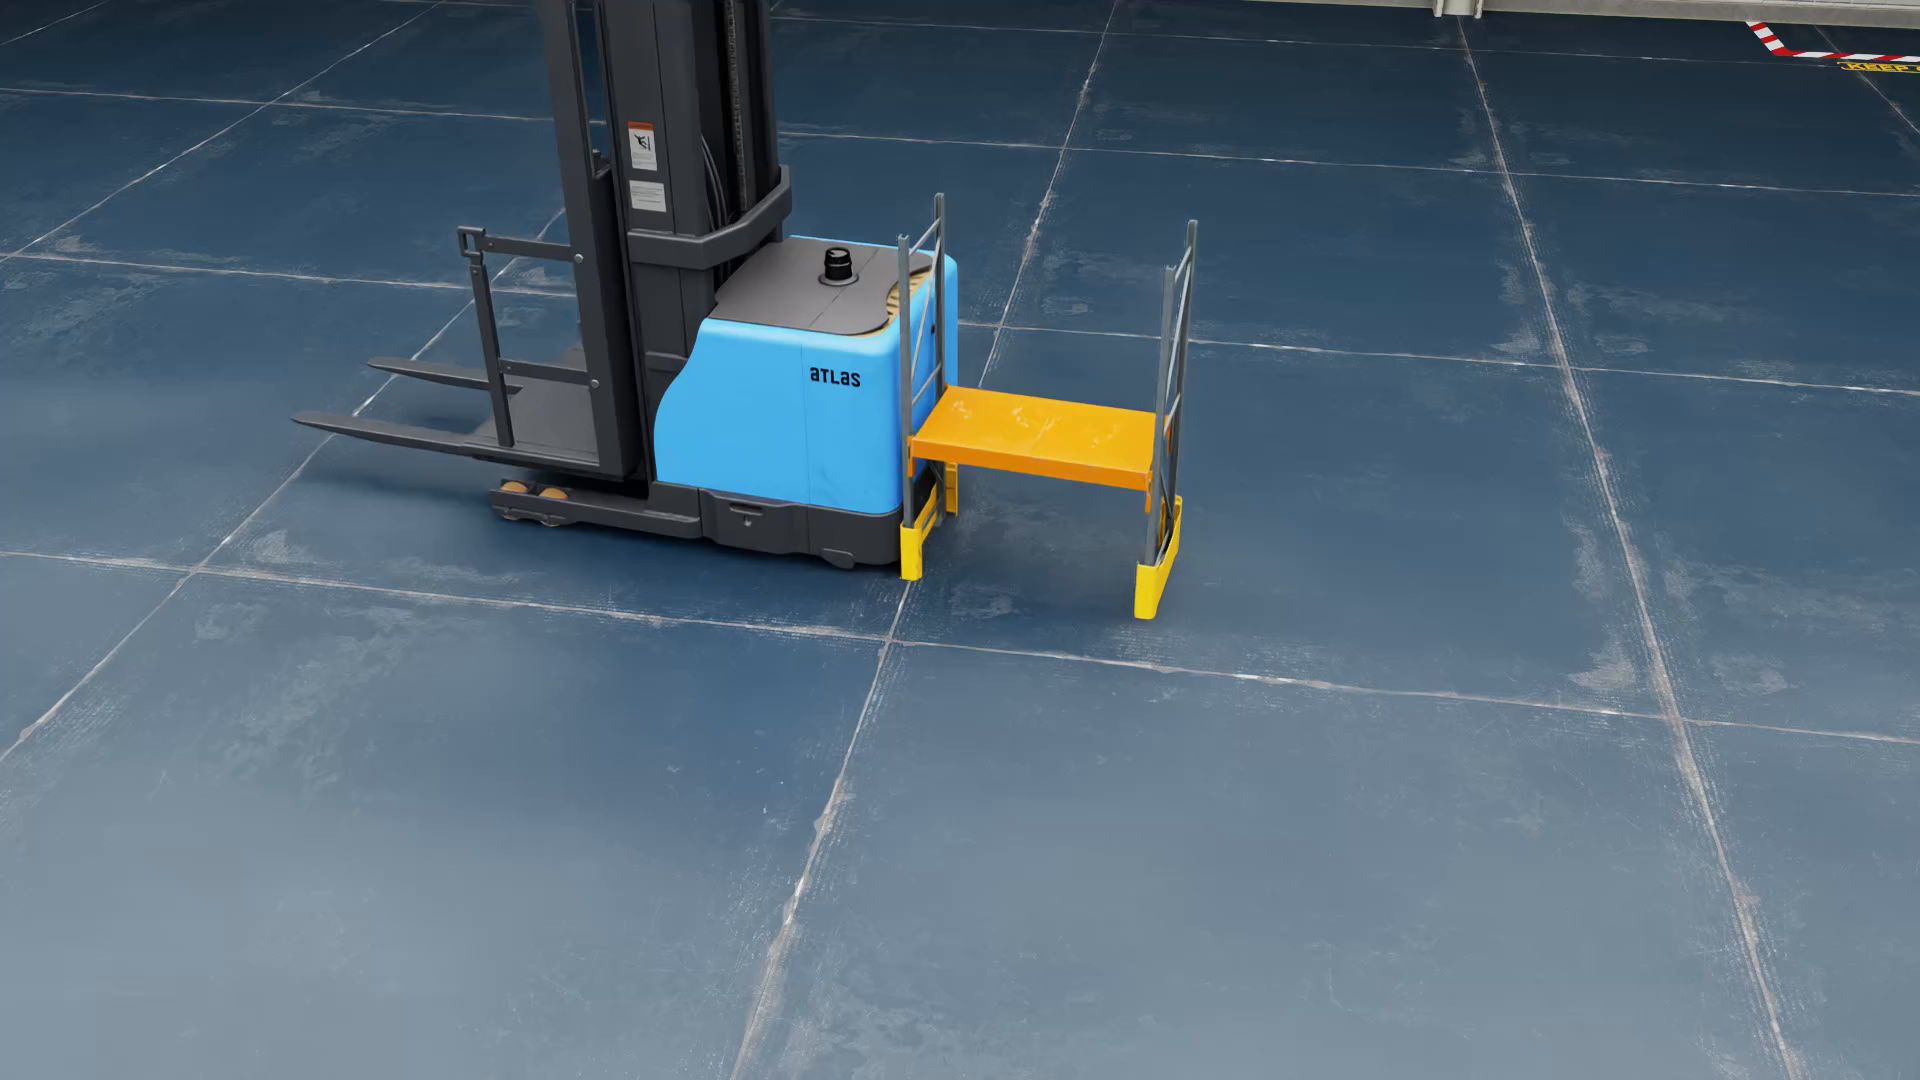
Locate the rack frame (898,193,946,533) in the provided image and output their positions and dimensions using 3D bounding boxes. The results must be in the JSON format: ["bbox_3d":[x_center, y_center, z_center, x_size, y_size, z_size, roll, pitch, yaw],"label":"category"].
[{"bbox_3d":[-0.148,-0.619,6.826,0.032,1.500,0.500,9,33,14],"label":"rack frame"}]

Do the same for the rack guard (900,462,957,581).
[{"bbox_3d":[-0.129,-0.087,7.153,0.087,0.250,0.587,9,33,14],"label":"rack guard"}]

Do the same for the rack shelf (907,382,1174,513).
[{"bbox_3d":[0.339,-0.390,6.798,1.000,0.185,0.538,9,33,14],"label":"rack shelf"}]

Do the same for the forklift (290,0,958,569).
[{"bbox_3d":[-1.573,-1.559,6.978,3.031,2.935,1.130,9,33,14],"label":"forklift"}]

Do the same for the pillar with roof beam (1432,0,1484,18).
[{"bbox_3d":[3.663,-6.223,8.710,0.400,9.000,9.100,5,32,8],"label":"pillar with roof beam"}]

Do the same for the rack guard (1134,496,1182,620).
[{"bbox_3d":[0.825,0.065,6.911,0.087,0.250,0.587,9,33,14],"label":"rack guard"}]

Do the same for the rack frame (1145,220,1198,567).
[{"bbox_3d":[0.826,-0.465,6.579,0.032,1.500,0.500,9,33,14],"label":"rack frame"}]

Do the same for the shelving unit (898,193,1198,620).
[{"bbox_3d":[0.348,-0.541,6.700,1.083,1.500,0.587,9,33,14],"label":"shelving unit"}]
